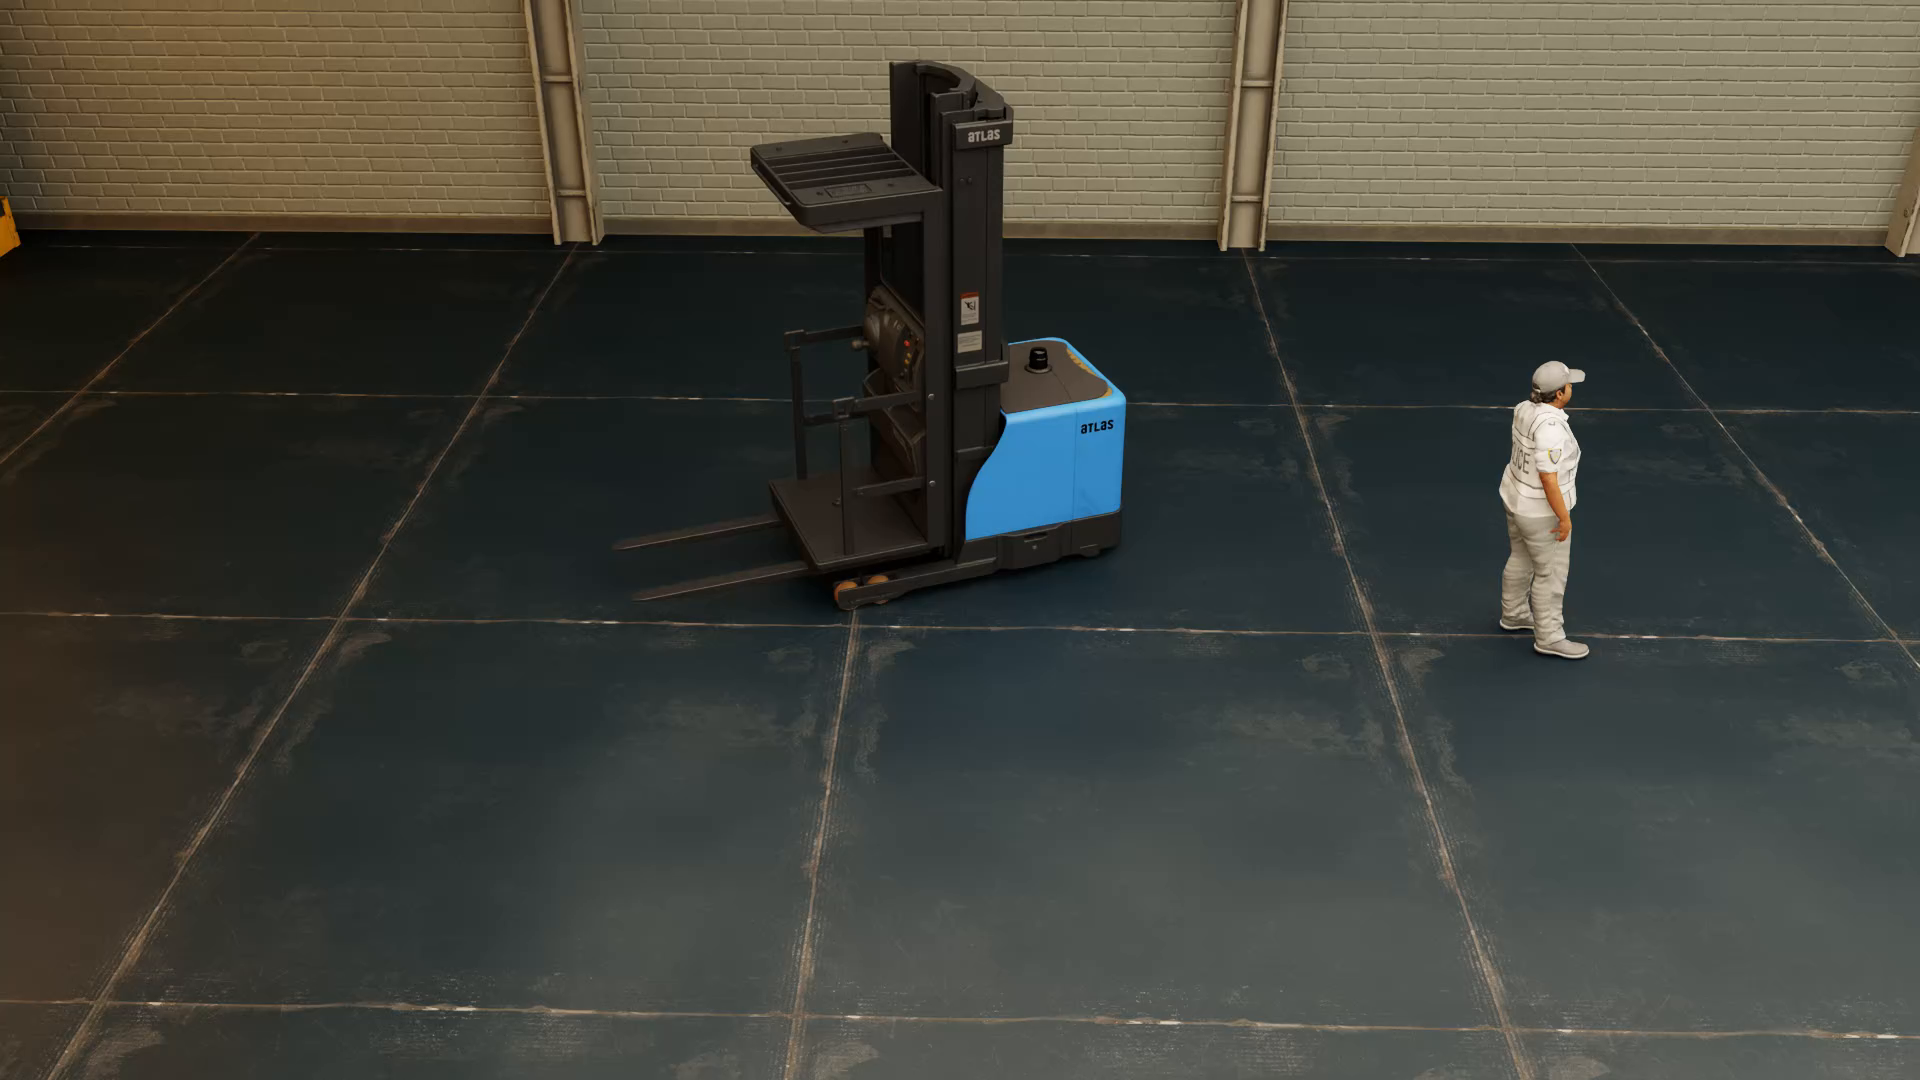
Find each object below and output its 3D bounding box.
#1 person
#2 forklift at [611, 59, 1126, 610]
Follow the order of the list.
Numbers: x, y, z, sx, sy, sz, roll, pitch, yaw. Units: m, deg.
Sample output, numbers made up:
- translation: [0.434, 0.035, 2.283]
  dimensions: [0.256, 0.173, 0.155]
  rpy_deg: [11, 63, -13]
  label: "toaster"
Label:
- translation: [3.269, -0.192, 9.169]
  dimensions: [0.529, 1.669, 0.599]
  rpy_deg: [-2, 31, -3]
  label: "person"
- translation: [-0.569, -1.153, 9.570]
  dimensions: [3.031, 2.935, 1.130]
  rpy_deg: [-11, 32, -18]
  label: "forklift"
